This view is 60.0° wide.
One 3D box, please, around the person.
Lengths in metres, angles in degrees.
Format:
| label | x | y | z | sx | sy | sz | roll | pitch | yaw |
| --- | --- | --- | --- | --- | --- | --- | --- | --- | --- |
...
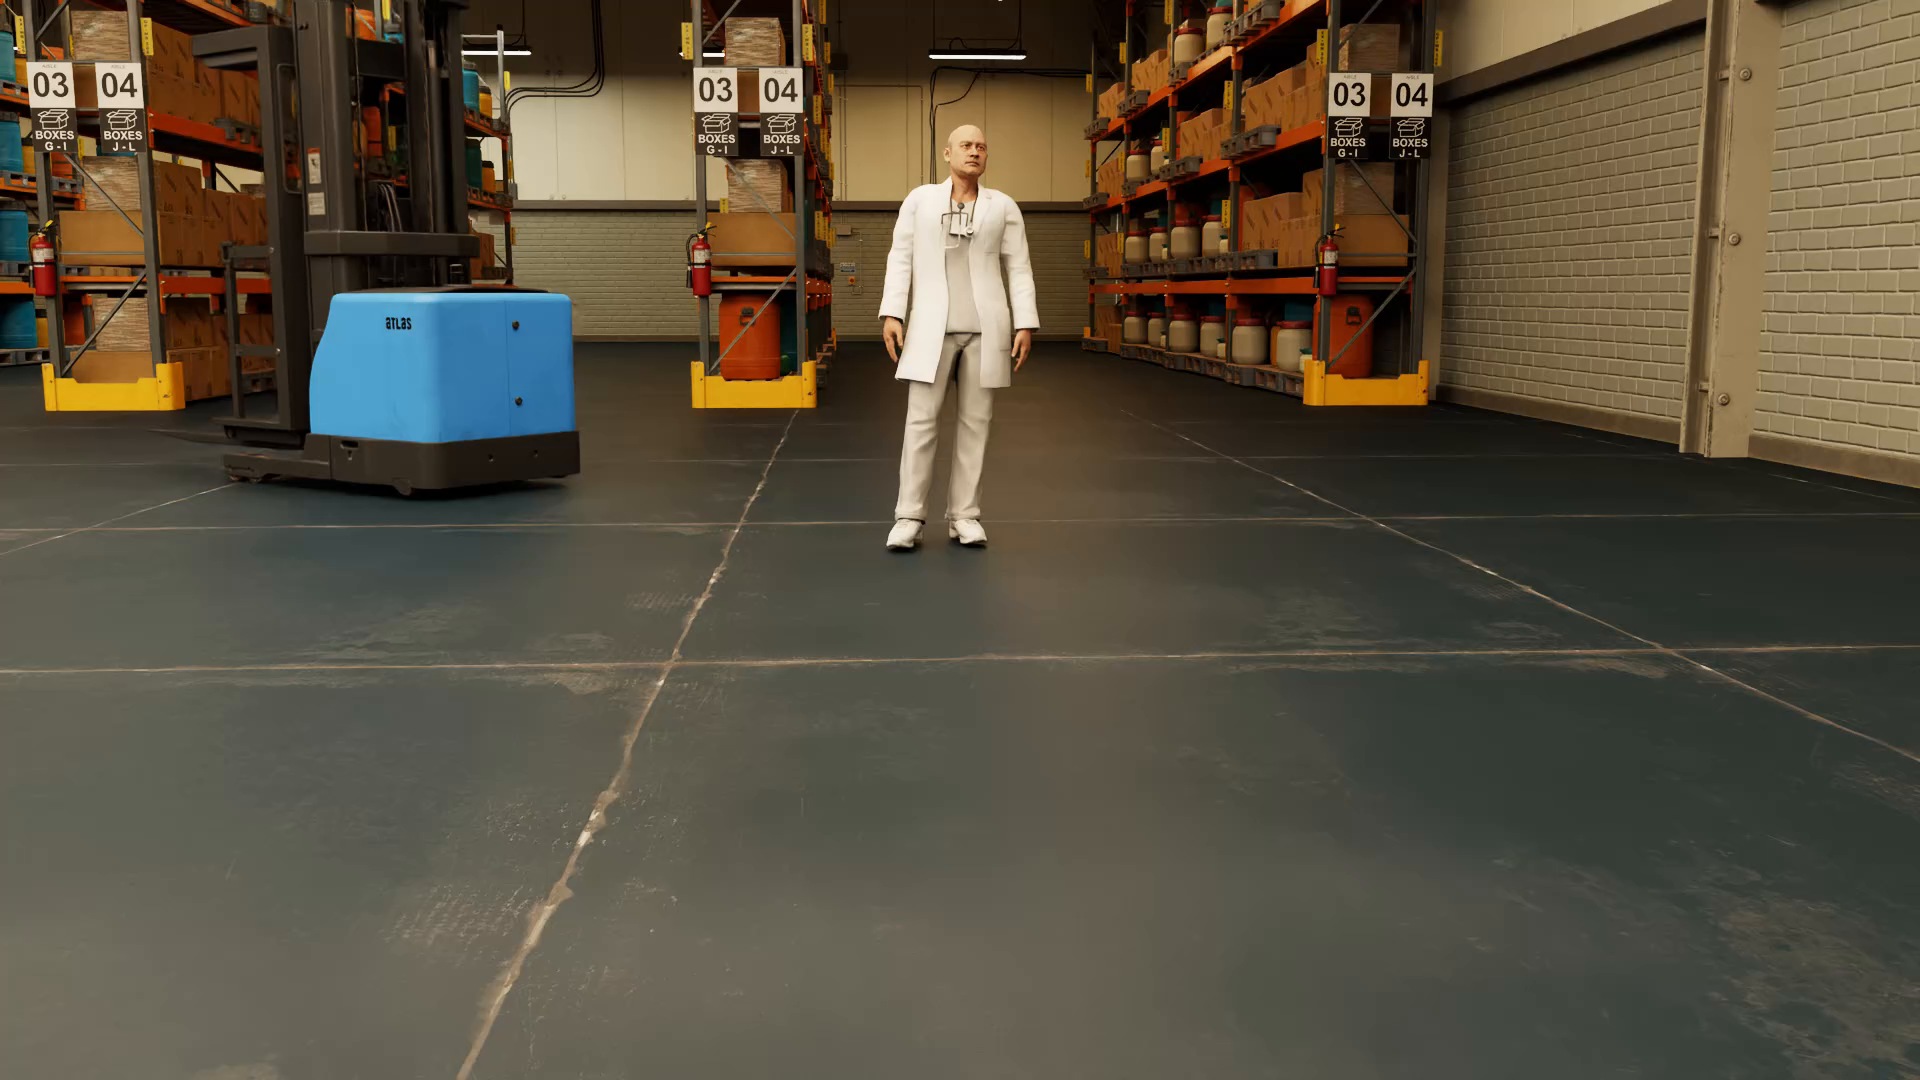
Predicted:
| label | x | y | z | sx | sy | sz | roll | pitch | yaw |
| --- | --- | --- | --- | --- | --- | --- | --- | --- | --- |
| person | 0.002 | -0.873 | 7.088 | 0.696 | 1.778 | 0.578 | -1 | 8 | -4 |

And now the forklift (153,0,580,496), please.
| label | x | y | z | sx | sy | sz | roll | pitch | yaw |
| --- | --- | --- | --- | --- | --- | --- | --- | --- | --- |
| forklift | -3.633 | -1.826 | 9.628 | 3.031 | 2.935 | 1.130 | 6 | 10 | 35 |
